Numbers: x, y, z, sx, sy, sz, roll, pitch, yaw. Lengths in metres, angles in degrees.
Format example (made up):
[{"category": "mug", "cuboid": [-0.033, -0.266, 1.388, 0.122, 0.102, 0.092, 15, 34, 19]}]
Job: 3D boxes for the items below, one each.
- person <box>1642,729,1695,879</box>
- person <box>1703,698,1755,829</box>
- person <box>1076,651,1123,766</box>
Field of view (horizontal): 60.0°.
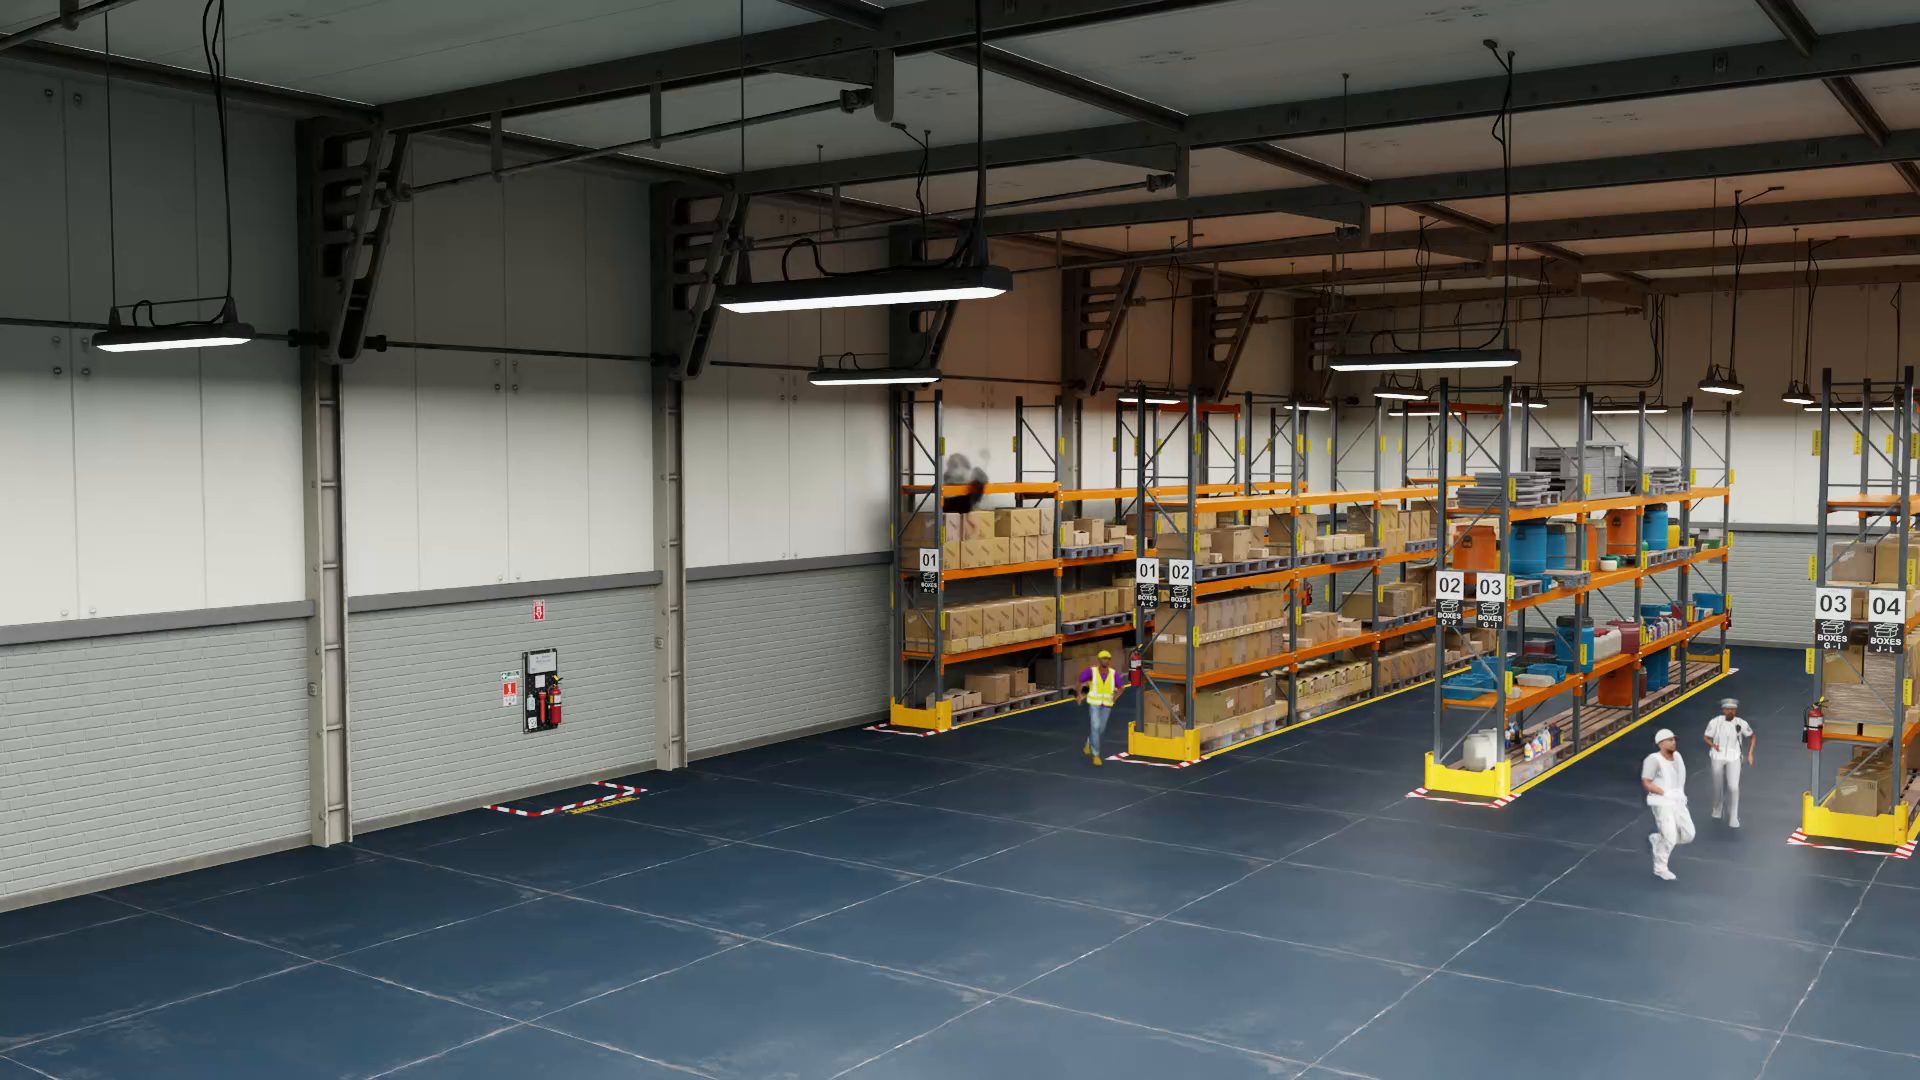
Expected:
[{"category": "person", "cuboid": [8.216, 3.056, 19.307, 0.709, 1.725, 0.623, -2, 4, -29]}, {"category": "person", "cuboid": [10.174, 2.940, 22.027, 0.619, 1.730, 0.697, 2, 4, 28]}, {"category": "person", "cuboid": [2.240, 2.634, 26.401, 0.743, 1.750, 0.877, -1, 3, -11]}]
